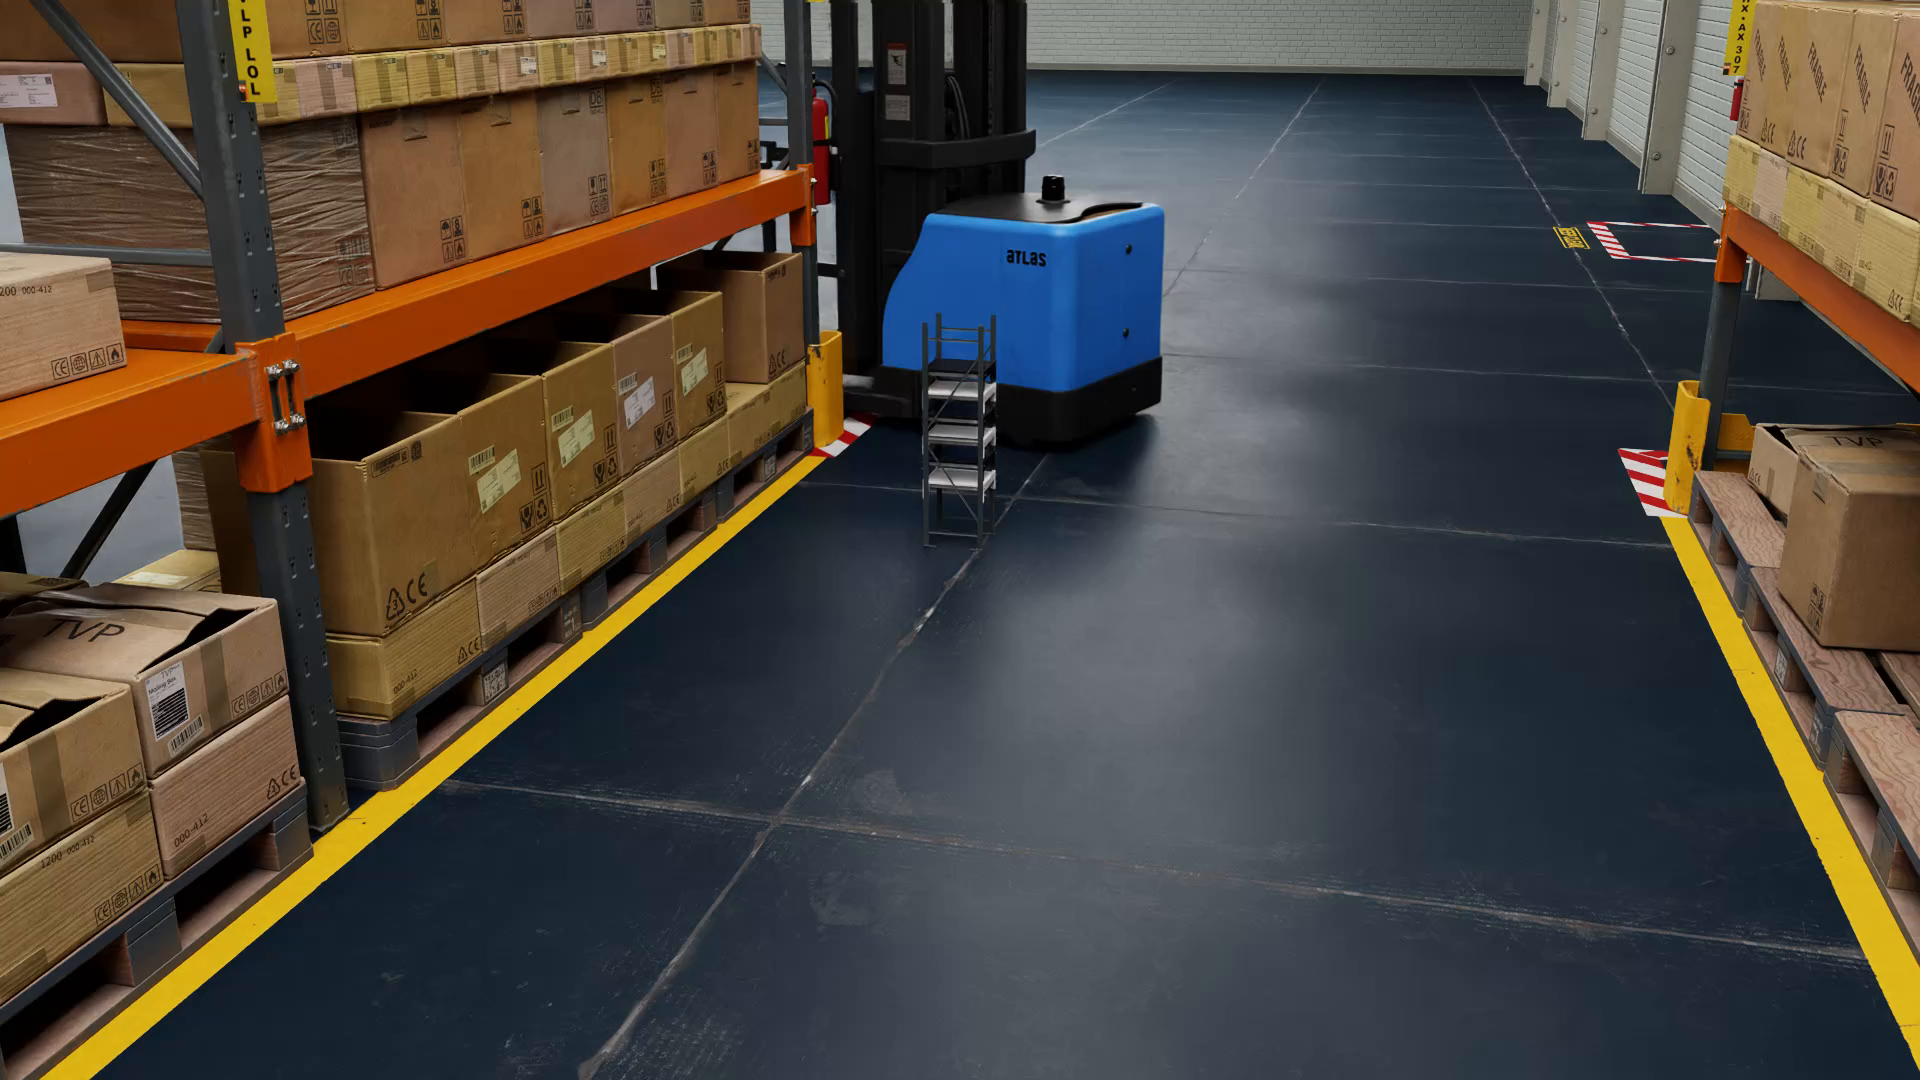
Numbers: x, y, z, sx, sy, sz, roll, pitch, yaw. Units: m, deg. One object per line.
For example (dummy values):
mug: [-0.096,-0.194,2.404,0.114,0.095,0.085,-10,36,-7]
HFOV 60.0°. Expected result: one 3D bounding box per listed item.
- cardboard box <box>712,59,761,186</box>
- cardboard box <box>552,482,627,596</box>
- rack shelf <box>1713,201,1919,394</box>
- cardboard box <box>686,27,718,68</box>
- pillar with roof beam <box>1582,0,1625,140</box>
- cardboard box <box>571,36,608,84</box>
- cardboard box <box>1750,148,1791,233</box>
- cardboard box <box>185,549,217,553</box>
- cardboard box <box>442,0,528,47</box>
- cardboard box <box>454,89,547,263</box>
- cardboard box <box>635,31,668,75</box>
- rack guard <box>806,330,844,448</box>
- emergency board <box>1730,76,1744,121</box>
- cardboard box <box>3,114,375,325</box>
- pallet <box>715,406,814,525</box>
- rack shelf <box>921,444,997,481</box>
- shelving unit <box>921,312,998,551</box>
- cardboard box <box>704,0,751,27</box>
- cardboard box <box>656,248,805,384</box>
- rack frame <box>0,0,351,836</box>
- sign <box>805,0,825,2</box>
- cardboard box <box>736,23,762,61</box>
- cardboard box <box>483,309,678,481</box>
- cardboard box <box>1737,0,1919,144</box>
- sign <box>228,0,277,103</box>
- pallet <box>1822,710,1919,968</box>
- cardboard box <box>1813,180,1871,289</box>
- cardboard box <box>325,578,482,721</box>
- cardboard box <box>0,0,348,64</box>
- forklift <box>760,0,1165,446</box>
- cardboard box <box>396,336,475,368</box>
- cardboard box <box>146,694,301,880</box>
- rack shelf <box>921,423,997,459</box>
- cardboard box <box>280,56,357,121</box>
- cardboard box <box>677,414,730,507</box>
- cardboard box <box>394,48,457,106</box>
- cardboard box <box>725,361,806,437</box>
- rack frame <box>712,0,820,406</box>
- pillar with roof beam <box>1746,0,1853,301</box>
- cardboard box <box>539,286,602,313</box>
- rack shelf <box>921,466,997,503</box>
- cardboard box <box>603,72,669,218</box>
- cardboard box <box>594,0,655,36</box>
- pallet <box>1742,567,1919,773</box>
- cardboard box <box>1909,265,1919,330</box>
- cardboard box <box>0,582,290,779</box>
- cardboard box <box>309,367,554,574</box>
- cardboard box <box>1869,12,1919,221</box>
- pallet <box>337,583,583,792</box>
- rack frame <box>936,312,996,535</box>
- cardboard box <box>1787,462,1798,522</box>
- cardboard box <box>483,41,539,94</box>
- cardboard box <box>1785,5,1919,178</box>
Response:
cardboard box: [-1.302,-1.852,7.314,0.700,0.500,0.500,5,19,13]
cardboard box: [-1.491,-0.028,5.732,0.500,0.250,0.500,5,19,13]
rack shelf: [3.141,-0.593,4.895,1.077,0.370,4.000,5,19,13]
cardboard box: [-1.209,-2.007,6.765,0.380,0.149,0.250,4,19,13]
pillar with roof beam: [4.520,-10.093,22.315,9.100,9.000,0.400,5,19,13]
cardboard box: [-1.461,-1.683,5.816,0.380,0.149,0.250,4,19,13]
cardboard box: [3.089,-1.207,5.781,0.500,0.250,0.500,4,19,12]
cardboard box: [-2.119,0.088,5.394,0.500,0.250,0.500,5,19,13]
cardboard box: [-1.805,-1.812,5.191,0.700,0.500,0.500,5,19,13]
cardboard box: [-1.801,-1.206,5.423,0.700,0.500,0.500,5,19,14]
cardboard box: [-1.336,-1.846,6.293,0.380,0.149,0.250,5,20,15]
rack guard: [-1.169,-0.775,8.182,1.175,0.500,0.348,5,19,13]
emergency board: [6.404,-3.924,13.536,0.194,1.169,0.643,5,19,13]
cardboard box: [-2.050,-0.883,4.478,0.700,0.500,0.500,4,19,12]
pallet: [-1.321,-0.387,7.495,1.003,0.211,1.213,5,19,13]
rack shelf: [-0.002,-0.307,6.575,0.258,0.077,0.200,5,19,13]
shelving unit: [-0.002,-0.423,6.535,0.258,0.900,0.210,5,19,13]
cardboard box: [-1.314,-2.449,7.056,0.700,0.500,0.500,5,19,14]
cardboard box: [-1.018,-1.011,7.450,0.500,0.500,0.500,5,19,13]
rack frame: [-2.152,-0.696,4.085,1.000,3.000,0.127,5,19,13]
sign: [-0.652,-2.563,7.392,0.100,0.325,0.005,5,19,13]
cardboard box: [-1.084,-2.169,7.240,0.380,0.149,0.250,4,19,12]
cardboard box: [-1.371,-0.540,6.071,0.500,0.500,0.500,5,19,13]
cardboard box: [3.221,-1.727,6.145,0.500,0.500,0.500,5,19,13]
sign: [-1.624,-1.167,3.794,0.100,0.325,0.005,5,19,13]
pallet: [2.782,0.800,4.018,1.003,0.211,1.213,5,19,13]
cardboard box: [2.833,-0.889,4.851,0.500,0.250,0.500,5,19,14]
cardboard box: [-1.745,0.285,4.817,0.500,0.250,0.500,5,19,13]
cardboard box: [-2.050,-1.497,4.268,0.700,0.500,0.500,5,19,14]
forklift: [-0.475,-2.180,8.534,3.031,2.935,1.130,12,22,32]
cardboard box: [-1.999,-0.424,5.732,0.500,0.500,0.500,5,19,13]
cardboard box: [-1.973,0.559,4.014,0.500,0.250,0.500,4,19,13]
rack shelf: [-0.002,-0.392,6.545,0.258,0.077,0.200,5,19,13]
cardboard box: [-1.838,-1.198,4.396,0.380,0.149,0.250,5,19,14]
cardboard box: [-1.251,-0.341,6.651,0.500,0.250,0.500,5,19,13]
cardboard box: [-1.714,-1.361,4.874,0.380,0.149,0.250,4,19,13]
cardboard box: [-1.020,-0.656,7.572,0.500,0.250,0.500,5,19,13]
rack frame: [-1.175,-1.950,7.756,1.000,3.000,0.127,5,19,13]
pillar with roof beam: [1.589,-6.332,11.303,9.100,9.000,0.400,5,19,13]
cardboard box: [-1.752,-0.737,6.649,0.500,0.500,0.500,5,19,13]
rack shelf: [-0.002,-0.221,6.604,0.258,0.077,0.200,5,19,13]
cardboard box: [-1.552,-1.532,6.377,0.700,0.500,0.500,5,19,14]
cardboard box: [-1.560,-2.126,6.109,0.700,0.500,0.500,5,19,14]
pallet: [3.078,0.417,5.141,1.003,0.211,1.213,5,19,13]
cardboard box: [2.604,-0.573,3.924,0.500,0.250,0.500,5,19,14]
cardboard box: [-1.973,0.290,3.933,0.500,0.311,0.500,5,19,13]
cardboard box: [-1.621,-0.227,5.154,0.500,0.500,0.500,5,19,13]
cardboard box: [2.718,-1.086,4.267,0.500,0.500,0.500,4,19,12]
pallet: [-1.917,0.377,5.256,1.003,0.211,1.213,5,19,13]
rack frame: [0.023,-0.455,6.628,0.240,0.900,0.006,5,19,13]
cardboard box: [3.234,-0.107,5.840,0.500,0.311,0.500,6,20,18]
cardboard box: [-1.588,-1.524,5.349,0.380,0.149,0.250,4,19,12]
cardboard box: [2.958,-1.412,5.221,0.500,0.500,0.500,4,19,12]
